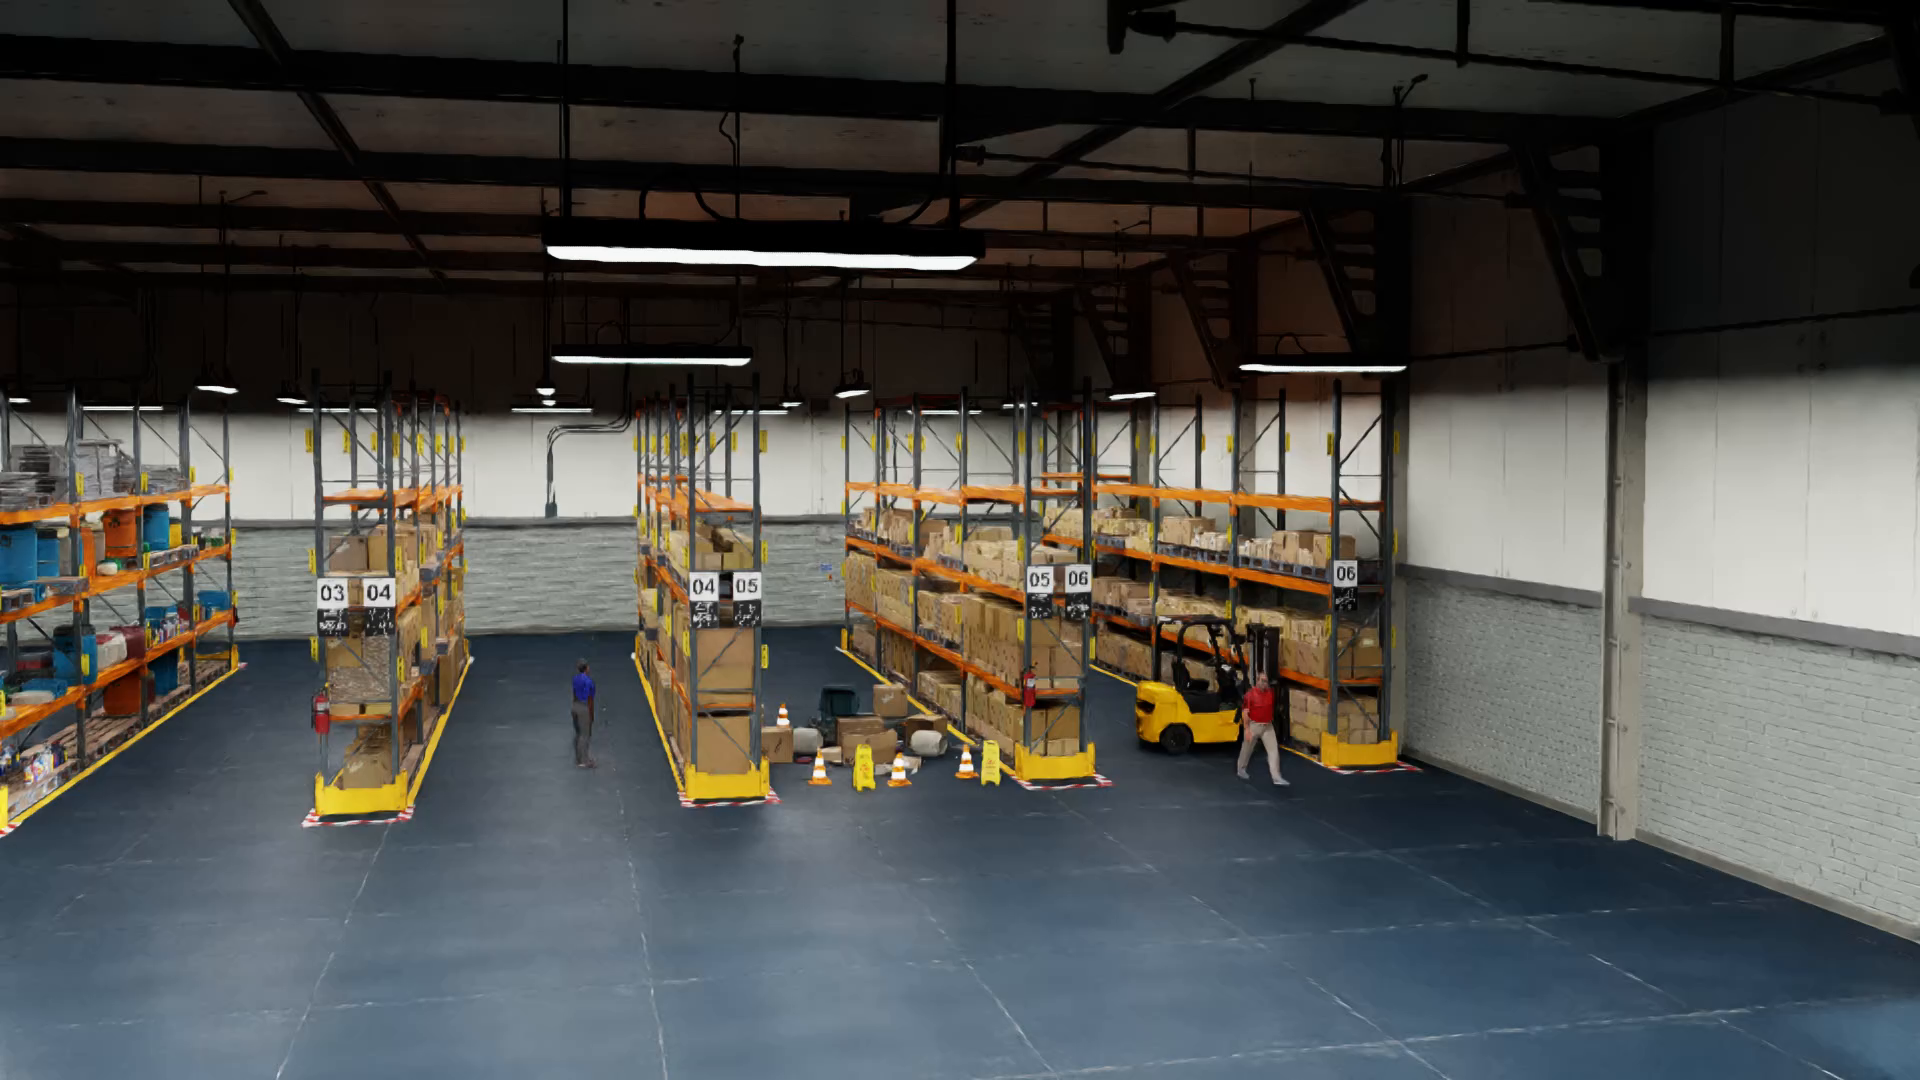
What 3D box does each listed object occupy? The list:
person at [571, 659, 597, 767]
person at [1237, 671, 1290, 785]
[{"bbox_3d":[-5.821,2.670,25.828,0.422,1.663,0.502,-3,5,-45],"label":"person"},{"bbox_3d":[4.412,2.744,24.450,0.547,1.640,1.116,-1,3,-16],"label":"person"}]
